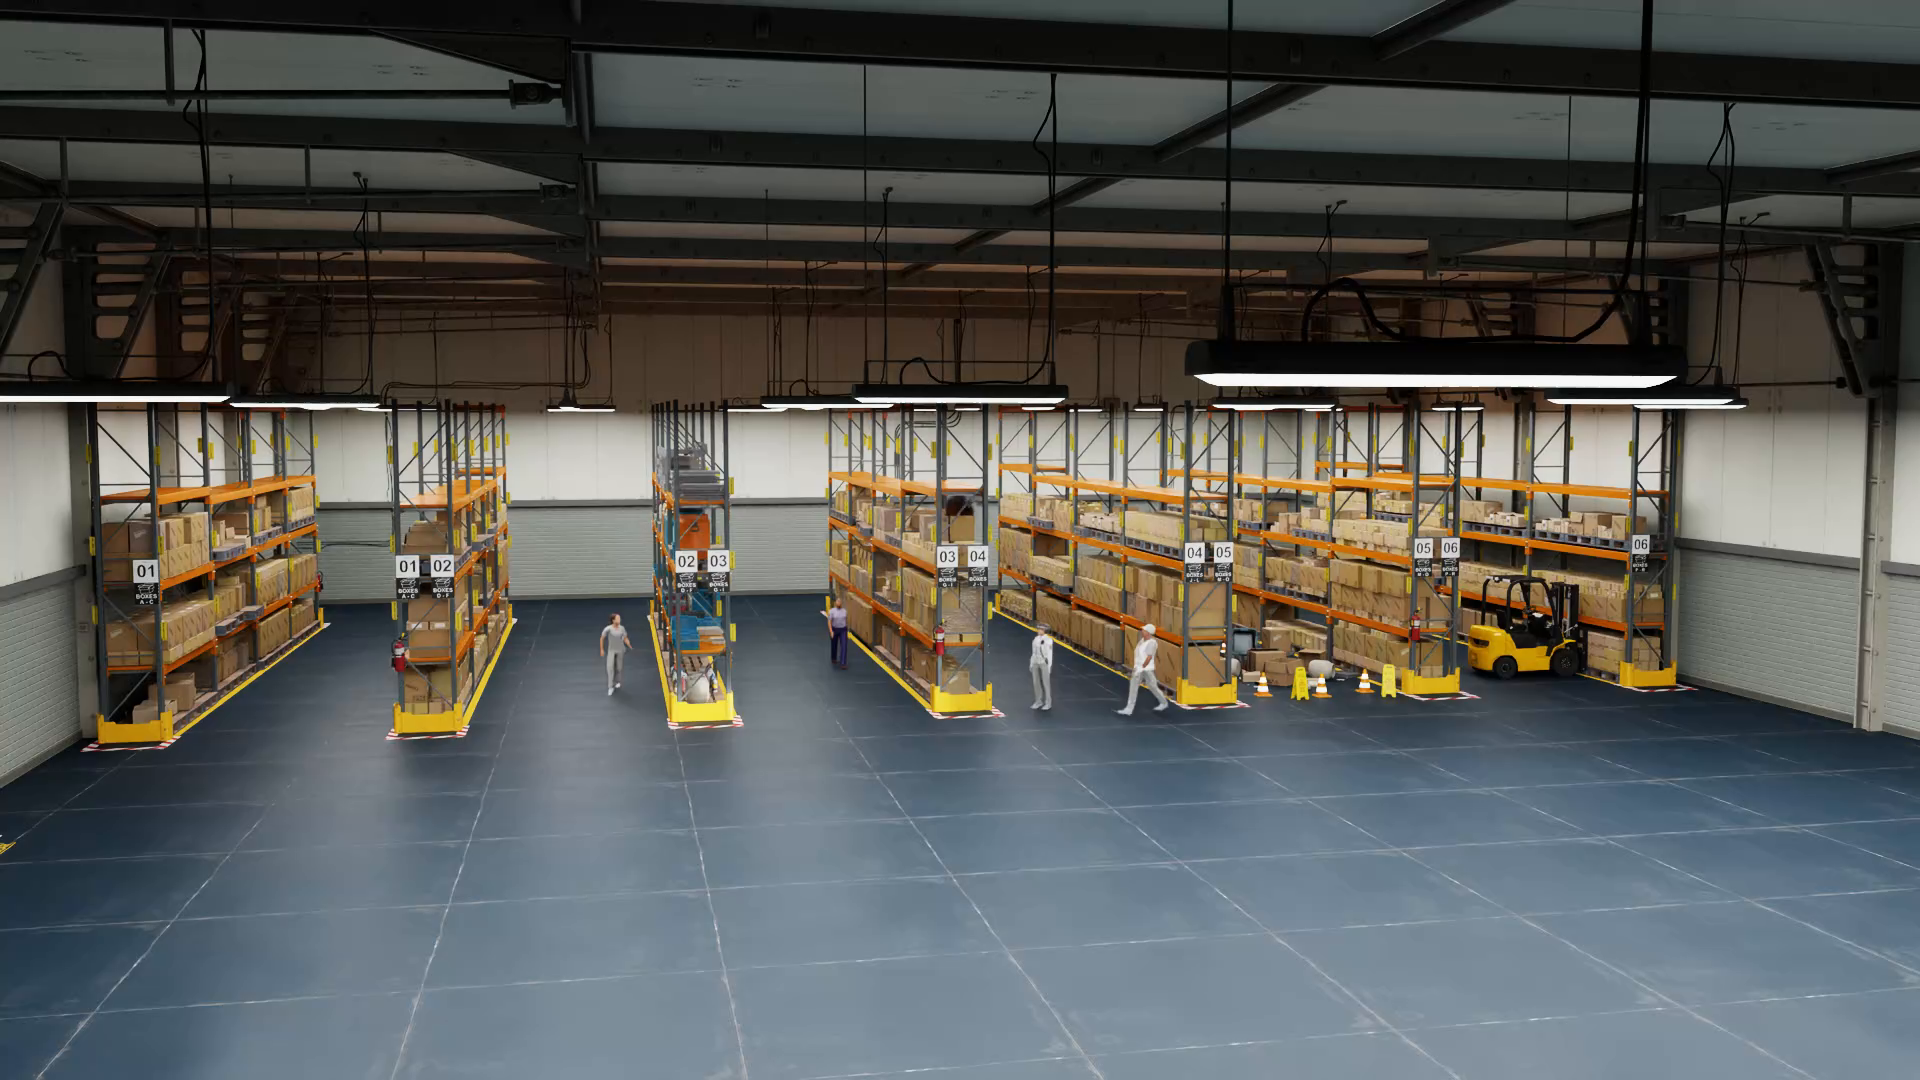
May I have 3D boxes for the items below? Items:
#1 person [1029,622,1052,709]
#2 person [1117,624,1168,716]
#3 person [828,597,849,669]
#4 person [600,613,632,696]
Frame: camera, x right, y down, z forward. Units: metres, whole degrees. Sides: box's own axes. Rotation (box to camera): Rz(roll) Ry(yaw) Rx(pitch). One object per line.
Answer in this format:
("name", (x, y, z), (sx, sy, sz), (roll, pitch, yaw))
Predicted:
("person", (1.573, 2.453, 32.376), (0.483, 1.726, 0.347), (4, 6, 43))
("person", (3.505, 2.469, 31.660), (1.026, 1.744, 0.509), (-3, 5, -37))
("person", (-2.752, 2.095, 37.598), (0.486, 1.596, 0.929), (0, 4, -6))
("person", (-7.099, 2.326, 34.380), (0.660, 1.649, 0.982), (-1, 4, -7))
